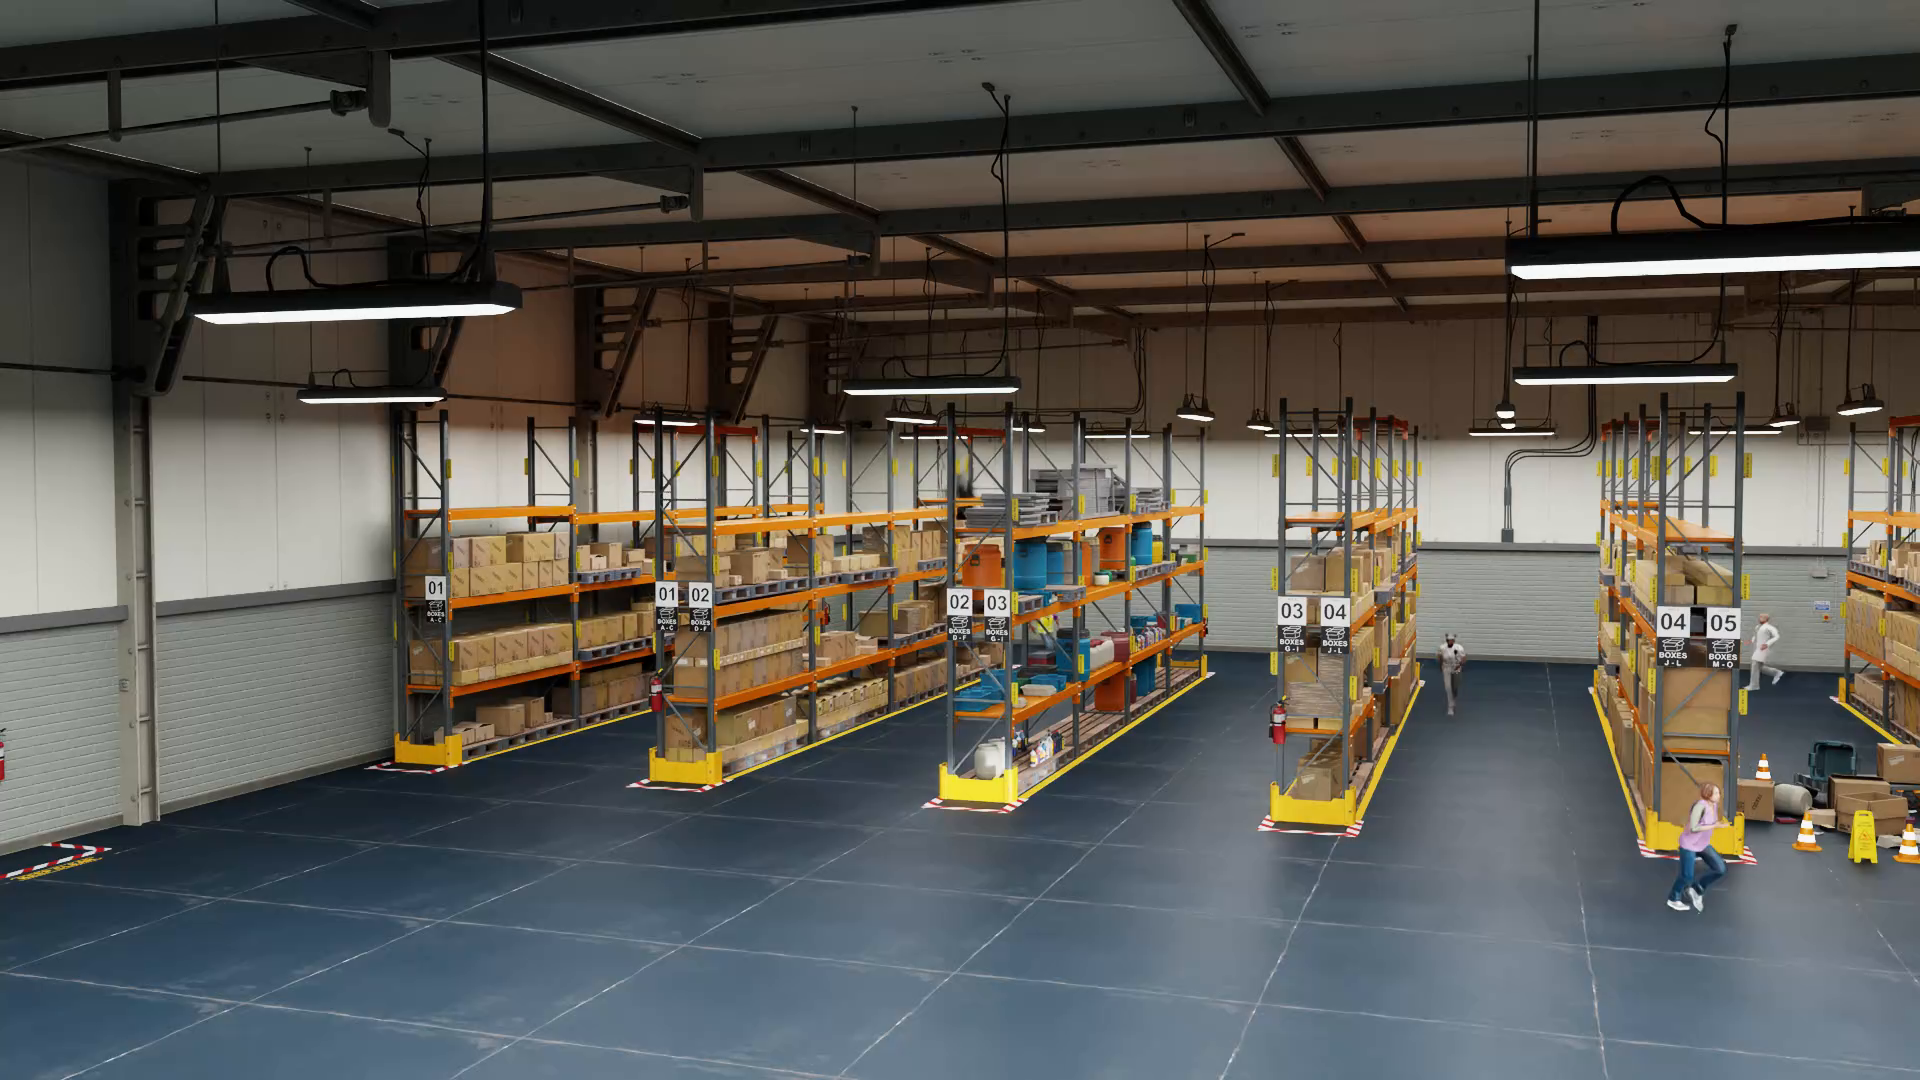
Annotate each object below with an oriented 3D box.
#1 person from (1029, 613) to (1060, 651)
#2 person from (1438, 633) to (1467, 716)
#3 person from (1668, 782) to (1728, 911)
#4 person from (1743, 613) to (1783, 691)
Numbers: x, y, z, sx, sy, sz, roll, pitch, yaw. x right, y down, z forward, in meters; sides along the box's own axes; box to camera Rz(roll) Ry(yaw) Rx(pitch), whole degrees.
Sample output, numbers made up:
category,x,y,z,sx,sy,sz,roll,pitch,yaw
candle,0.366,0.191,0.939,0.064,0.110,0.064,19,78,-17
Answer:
category,x,y,z,sx,sy,sz,roll,pitch,yaw
person,2.143,2.345,41.737,0.829,1.759,0.651,-1,3,-28
person,10.106,2.721,34.162,0.578,1.683,1.060,1,3,19
person,8.218,3.421,18.496,0.522,1.522,0.795,-1,3,-26
person,18.145,2.522,37.517,0.918,1.764,0.712,0,2,3
